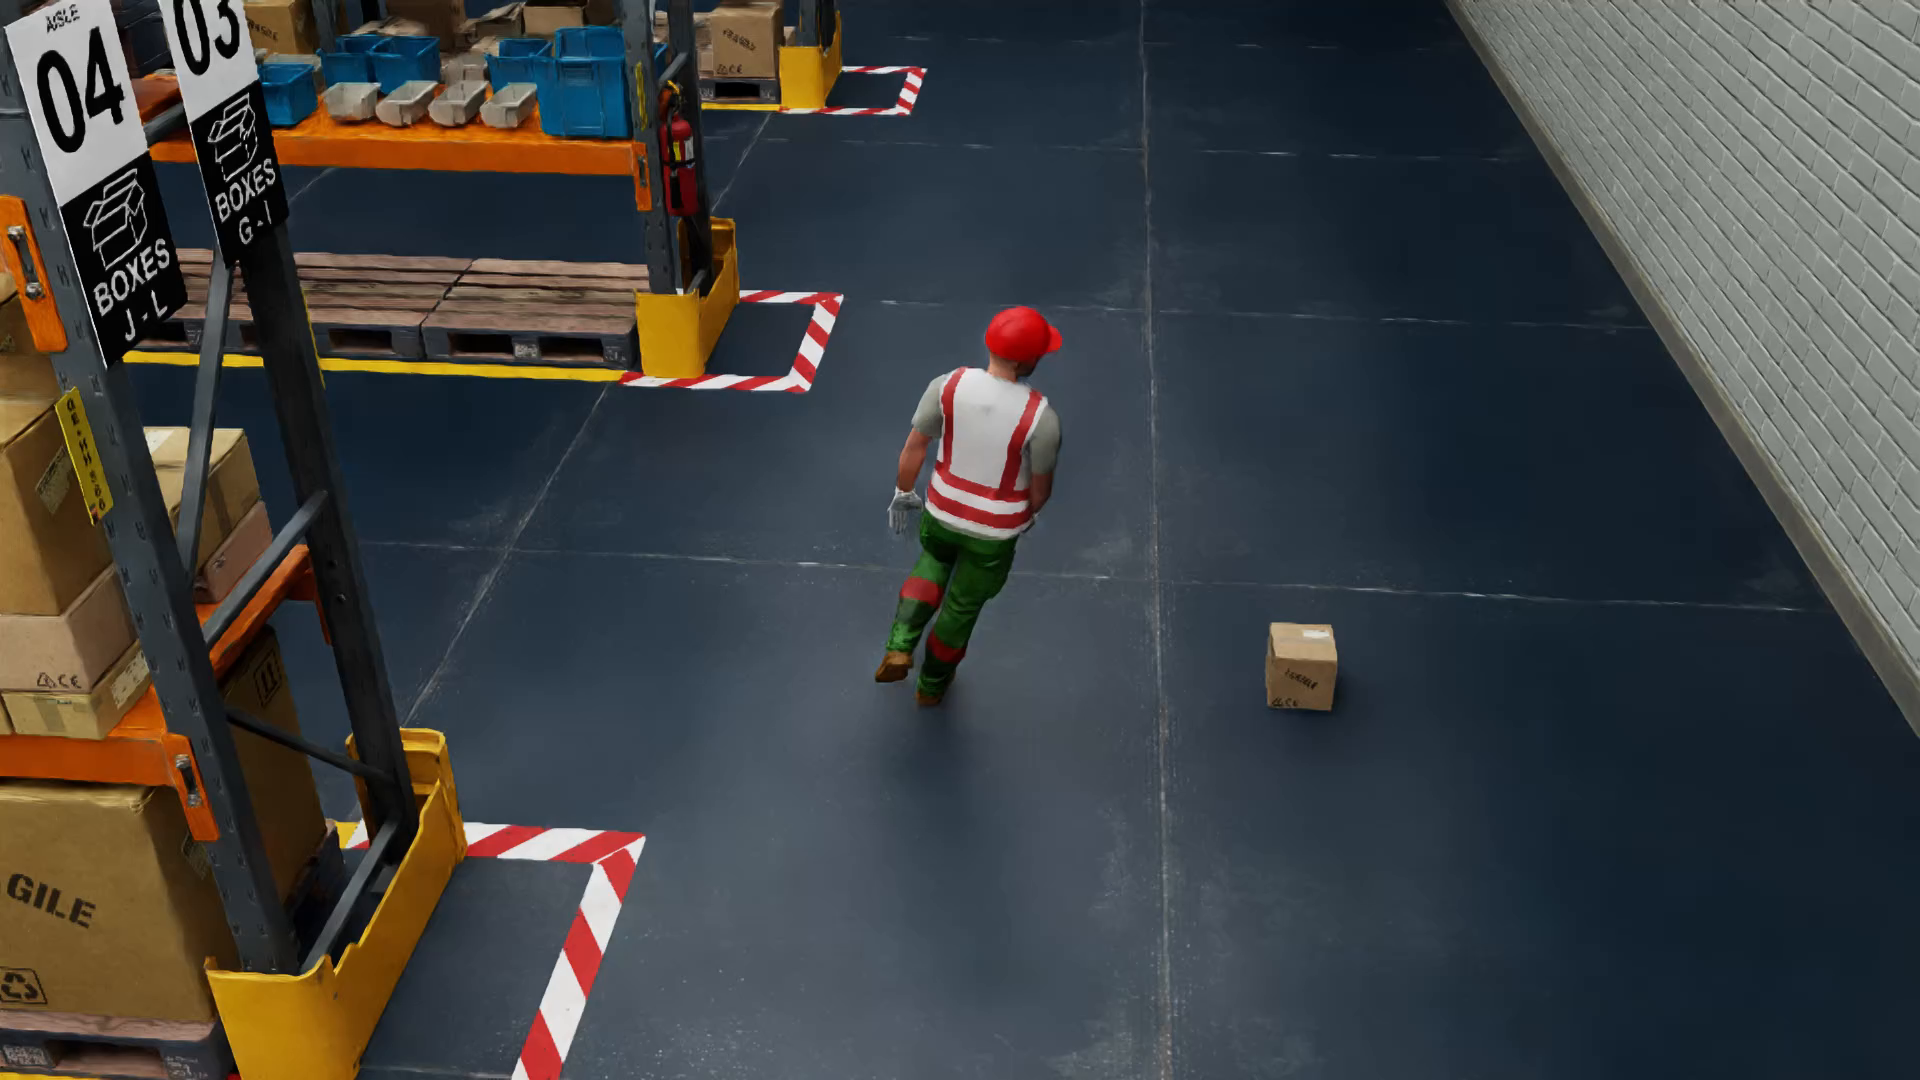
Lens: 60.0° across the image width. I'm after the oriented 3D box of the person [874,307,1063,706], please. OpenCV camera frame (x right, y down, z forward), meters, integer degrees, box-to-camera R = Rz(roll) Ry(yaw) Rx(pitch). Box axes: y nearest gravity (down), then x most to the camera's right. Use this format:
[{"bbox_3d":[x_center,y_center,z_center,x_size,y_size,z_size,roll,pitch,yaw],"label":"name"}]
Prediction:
[{"bbox_3d":[0.042,-0.086,6.263,0.692,1.747,0.525,14,34,22],"label":"person"}]
